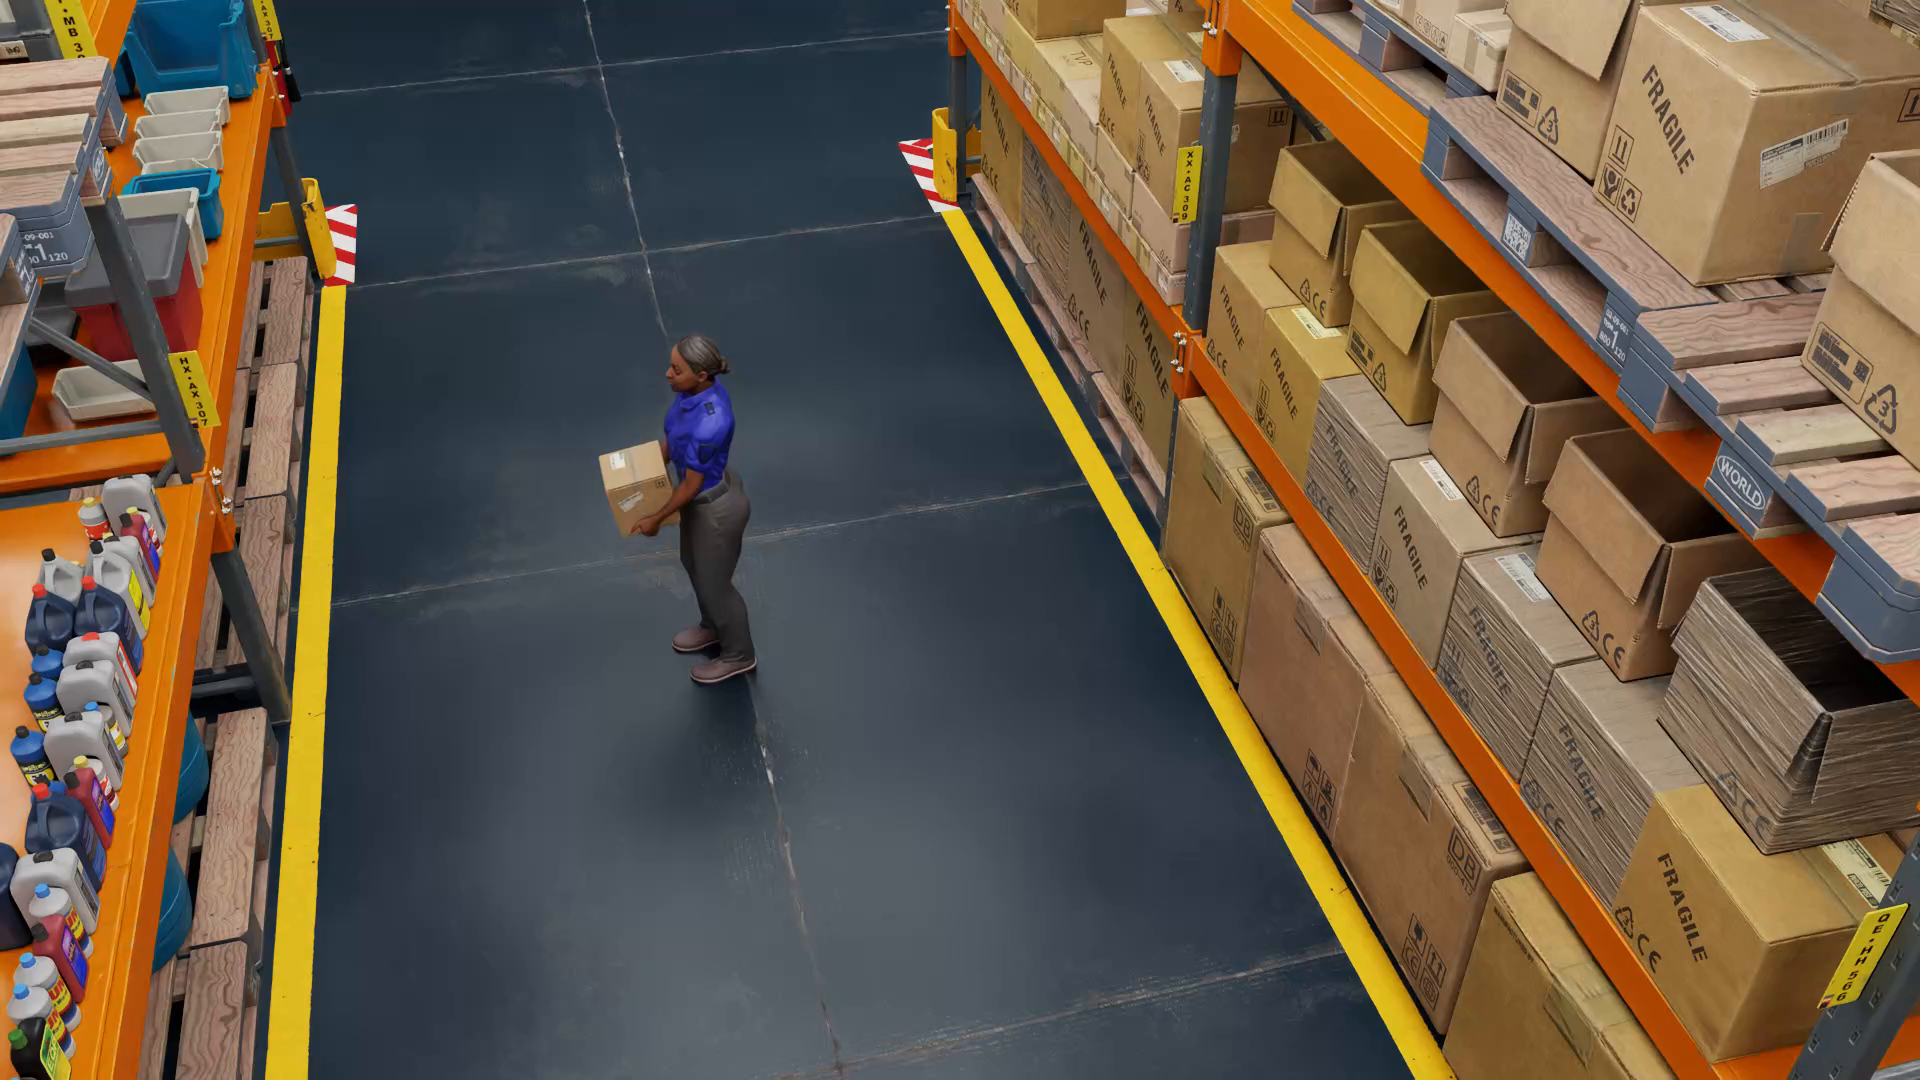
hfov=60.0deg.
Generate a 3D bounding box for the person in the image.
[{"bbox_3d":[-1.125,-0.121,6.878,0.502,1.657,0.434,-10,39,-12],"label":"person"}]
